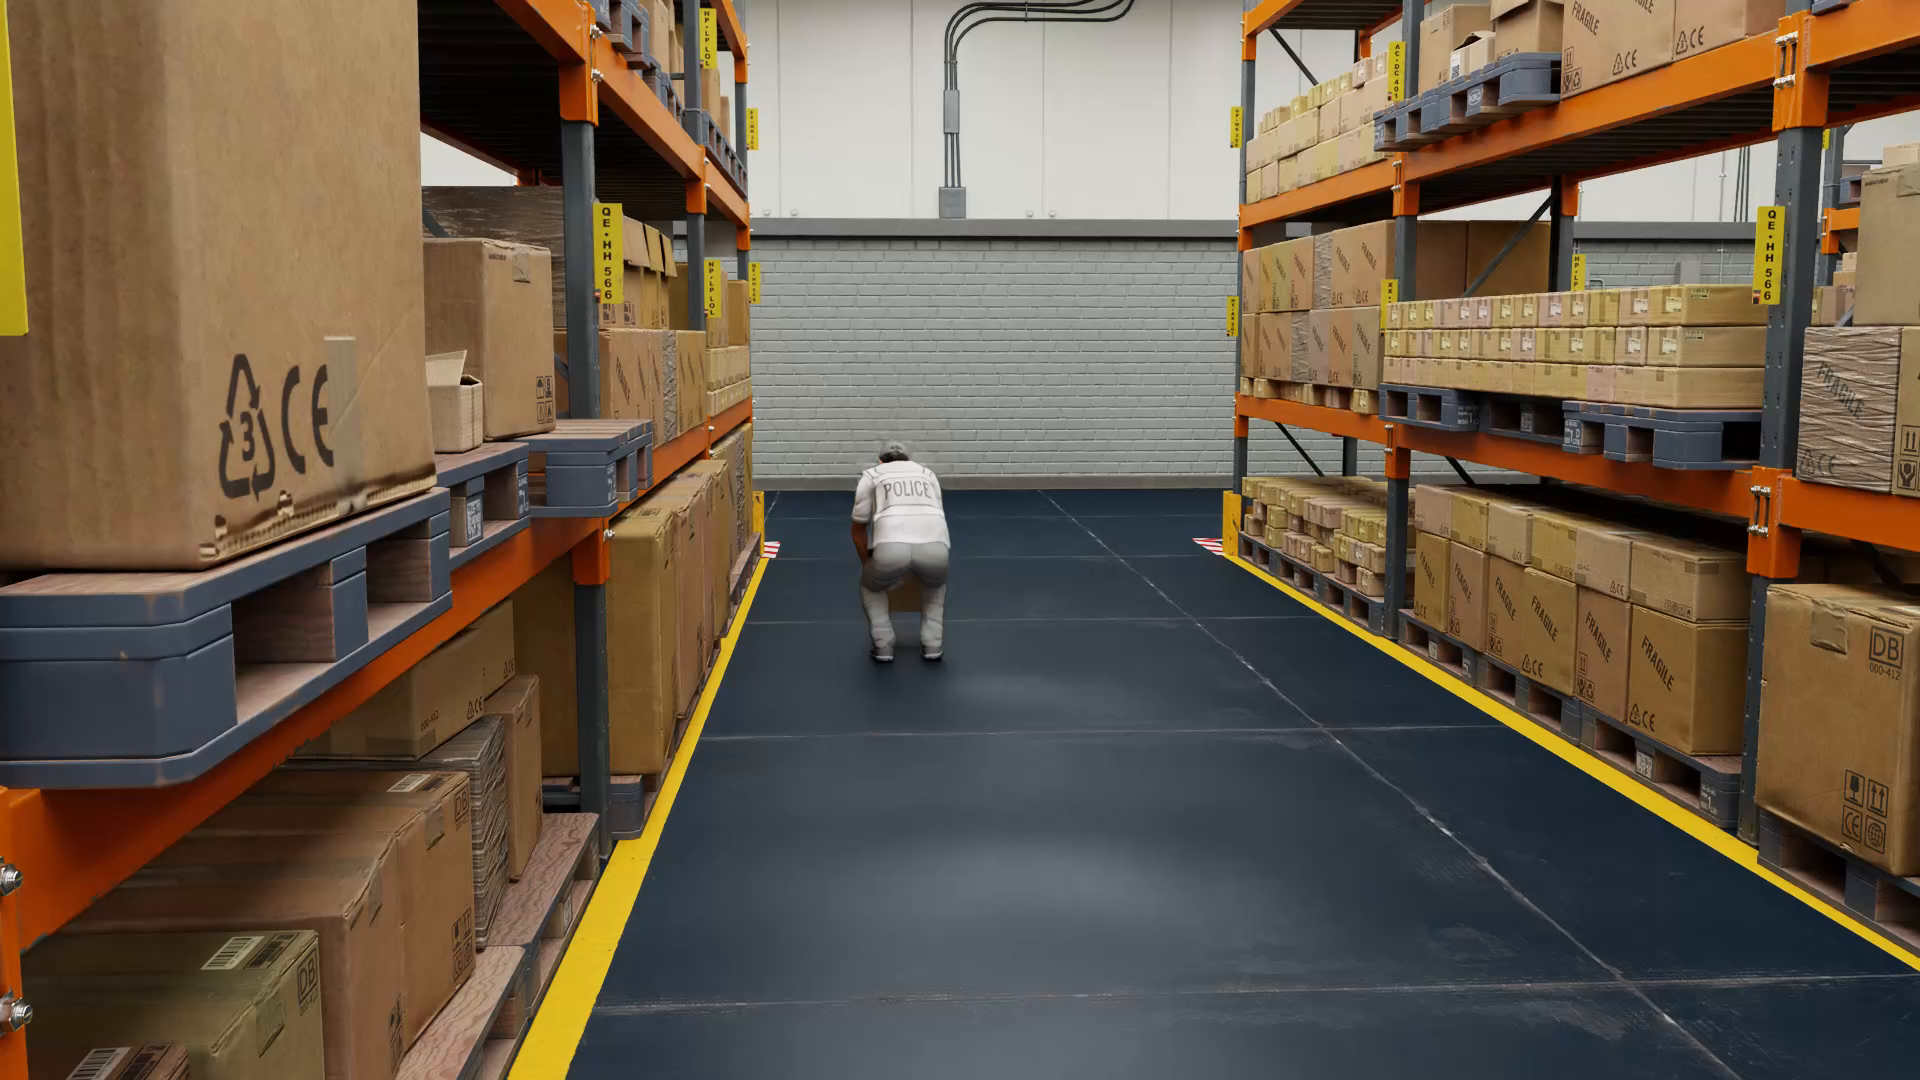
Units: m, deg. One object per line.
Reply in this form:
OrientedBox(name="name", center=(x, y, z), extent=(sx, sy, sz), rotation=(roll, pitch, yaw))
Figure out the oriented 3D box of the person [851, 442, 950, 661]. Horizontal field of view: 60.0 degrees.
OrientedBox(name="person", center=(-0.331, 0.065, 9.226), extent=(0.536, 1.184, 0.811), rotation=(-1, 7, -6))
